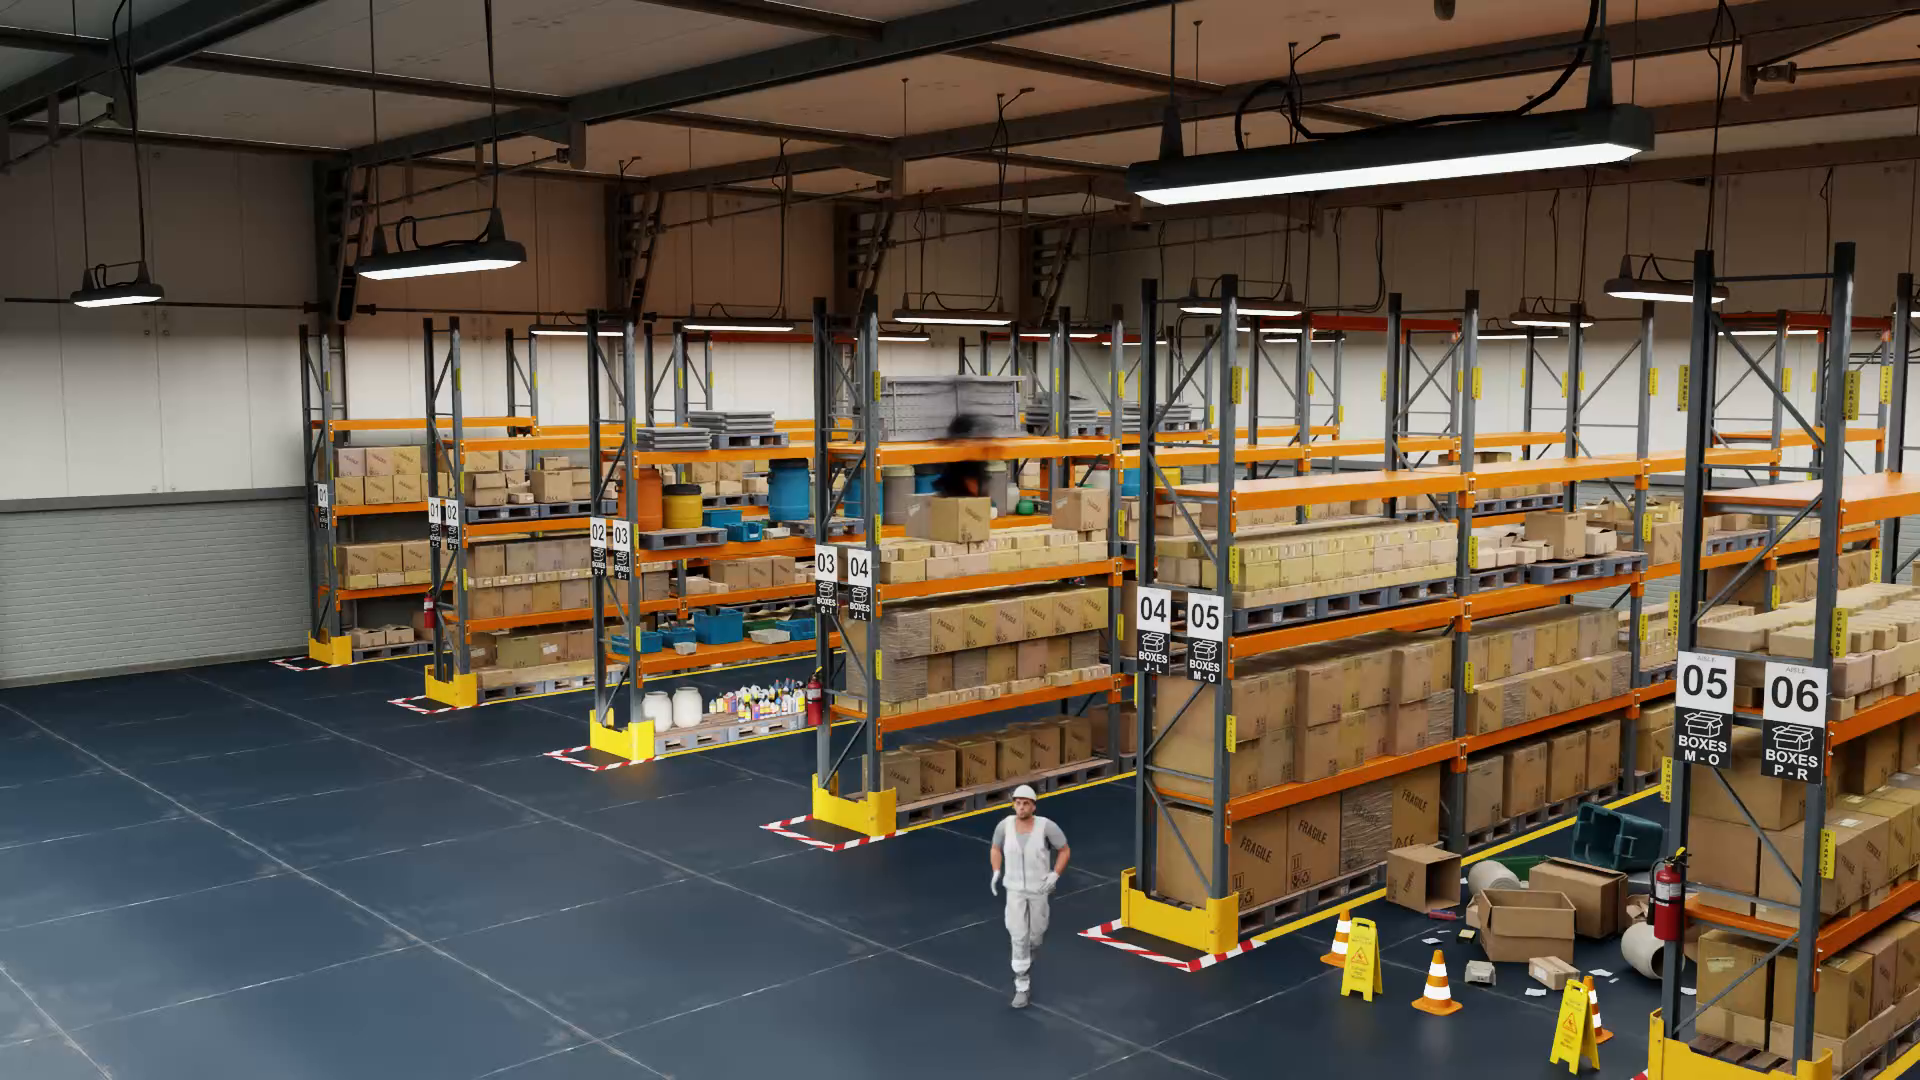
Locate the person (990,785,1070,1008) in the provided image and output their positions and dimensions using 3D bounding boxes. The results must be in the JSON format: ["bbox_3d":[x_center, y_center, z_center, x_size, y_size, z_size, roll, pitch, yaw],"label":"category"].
[{"bbox_3d":[0.578,2.888,13.790,0.670,1.783,0.823,1,6,10],"label":"person"}]
